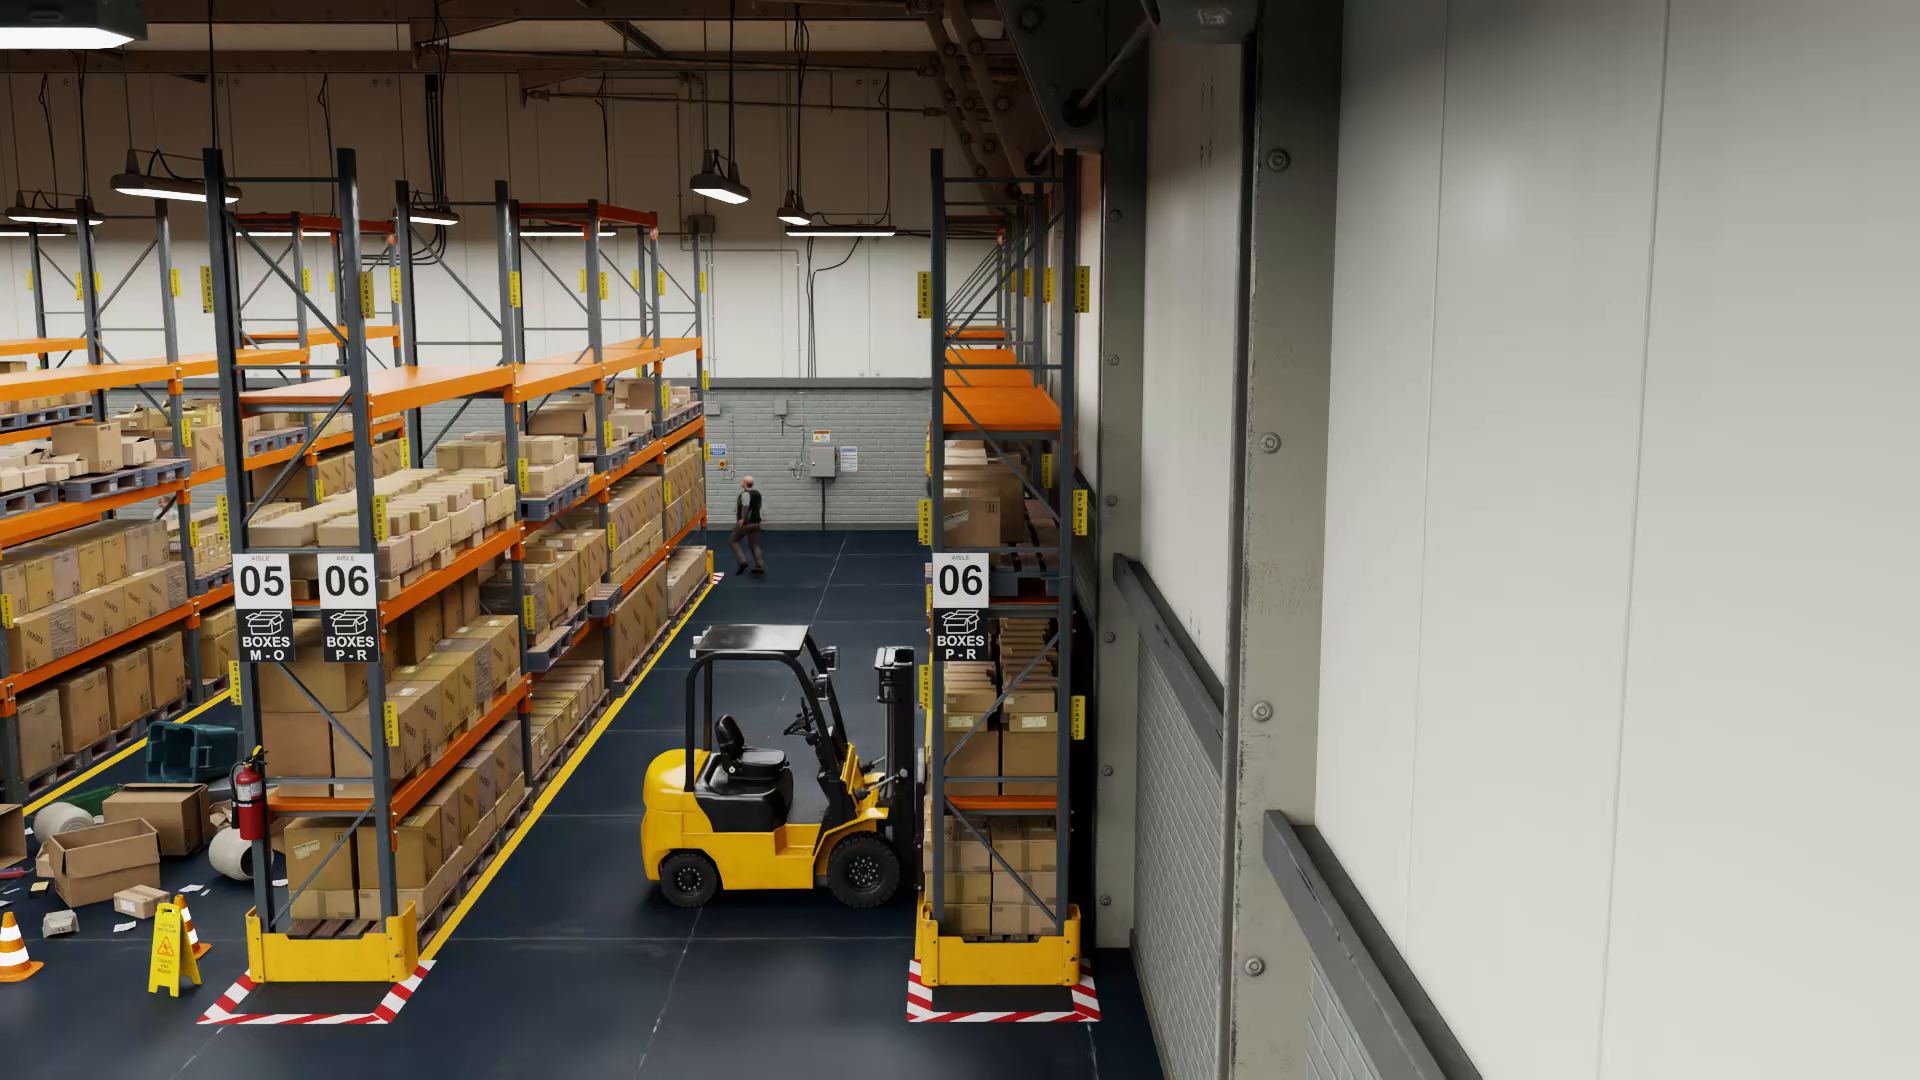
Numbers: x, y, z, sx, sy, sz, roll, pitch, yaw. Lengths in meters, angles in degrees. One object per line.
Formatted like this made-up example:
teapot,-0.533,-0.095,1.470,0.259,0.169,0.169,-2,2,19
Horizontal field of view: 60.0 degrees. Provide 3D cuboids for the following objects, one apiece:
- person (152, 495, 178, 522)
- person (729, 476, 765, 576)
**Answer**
person,-12.919,0.065,27.129,0.536,1.617,0.699,-2,9,-14
person,-3.661,-0.248,28.604,0.712,1.721,0.664,7,11,37
